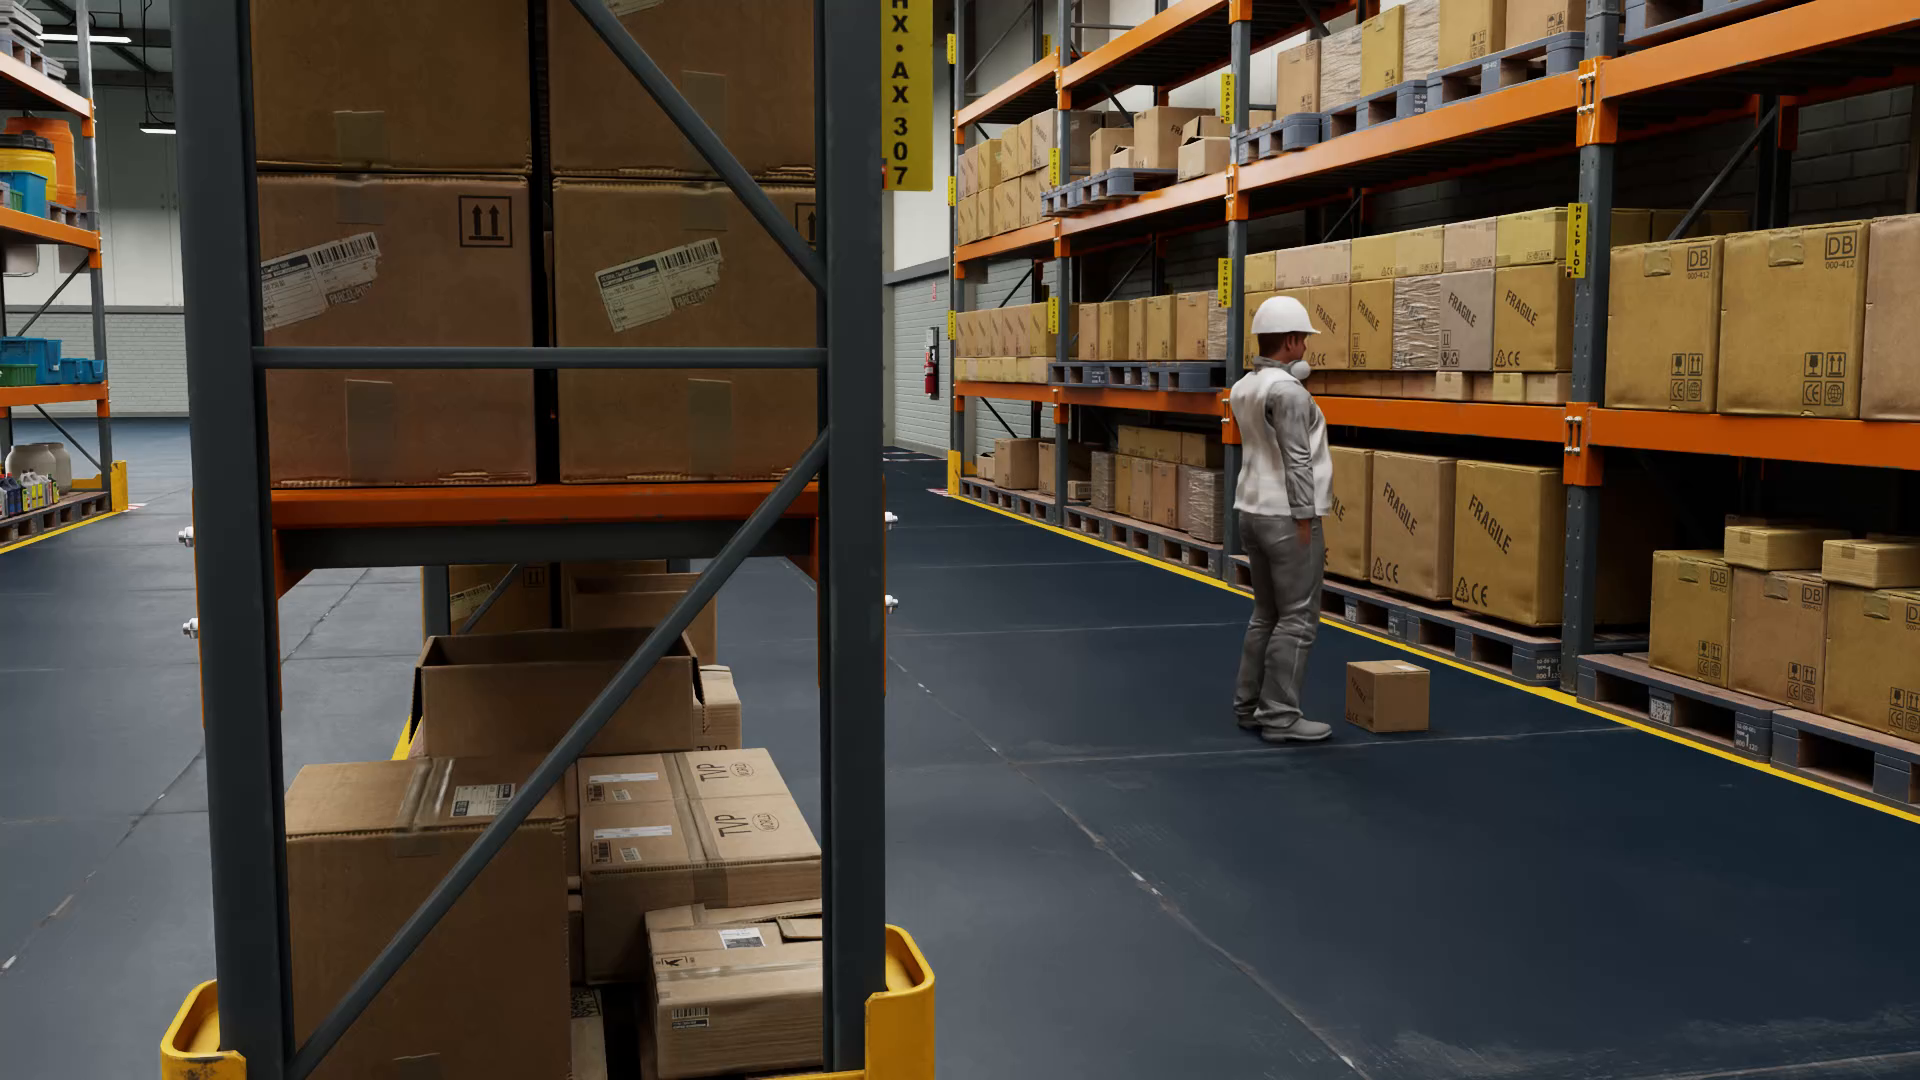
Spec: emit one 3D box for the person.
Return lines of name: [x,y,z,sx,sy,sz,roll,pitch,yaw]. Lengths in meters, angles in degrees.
person: [1.301,-0.093,6.731,0.359,1.766,0.533,-1,6,-13]
